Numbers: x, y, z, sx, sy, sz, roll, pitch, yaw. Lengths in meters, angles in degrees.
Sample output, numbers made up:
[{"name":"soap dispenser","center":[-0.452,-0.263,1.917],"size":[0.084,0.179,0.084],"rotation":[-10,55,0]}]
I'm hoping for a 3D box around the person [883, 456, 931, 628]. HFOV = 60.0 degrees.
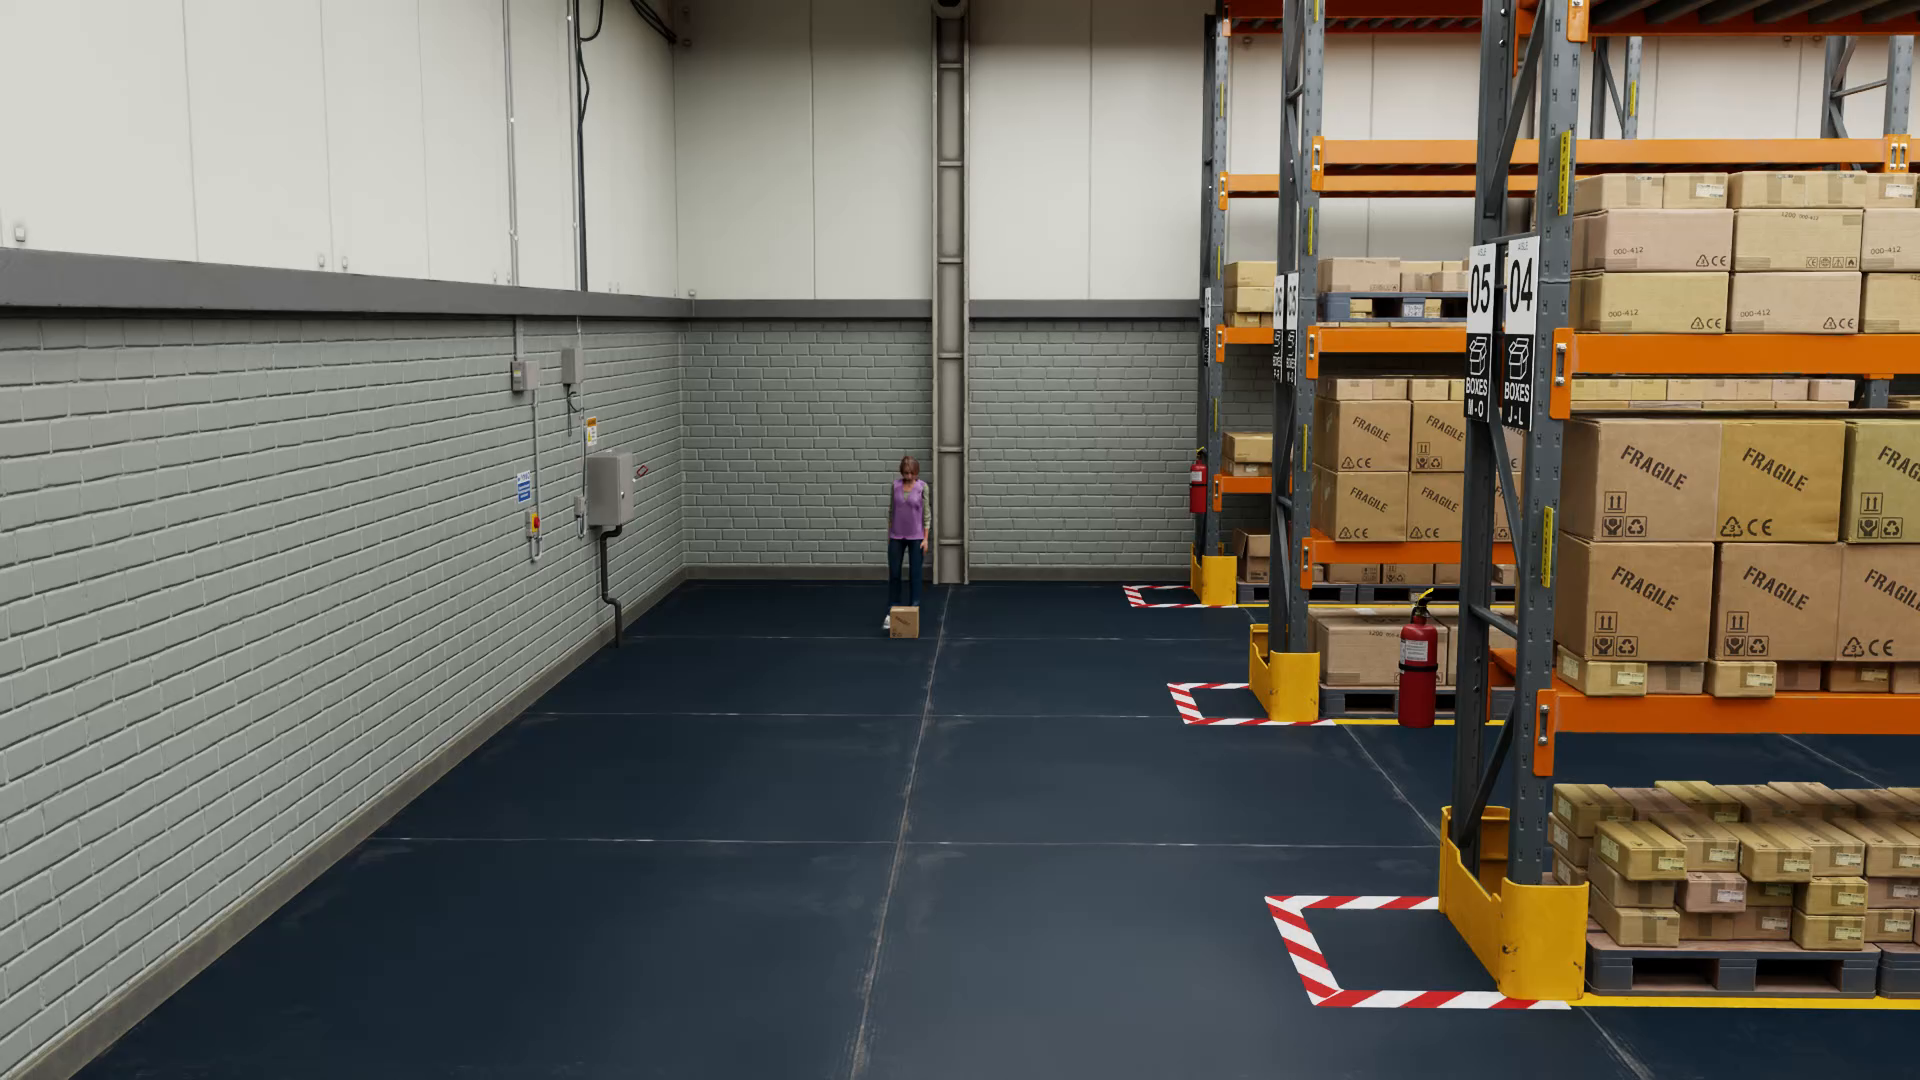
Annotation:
[{"name":"person","center":[-0.495,0.022,15.579],"size":[0.433,1.593,0.394],"rotation":[1,8,9]}]
